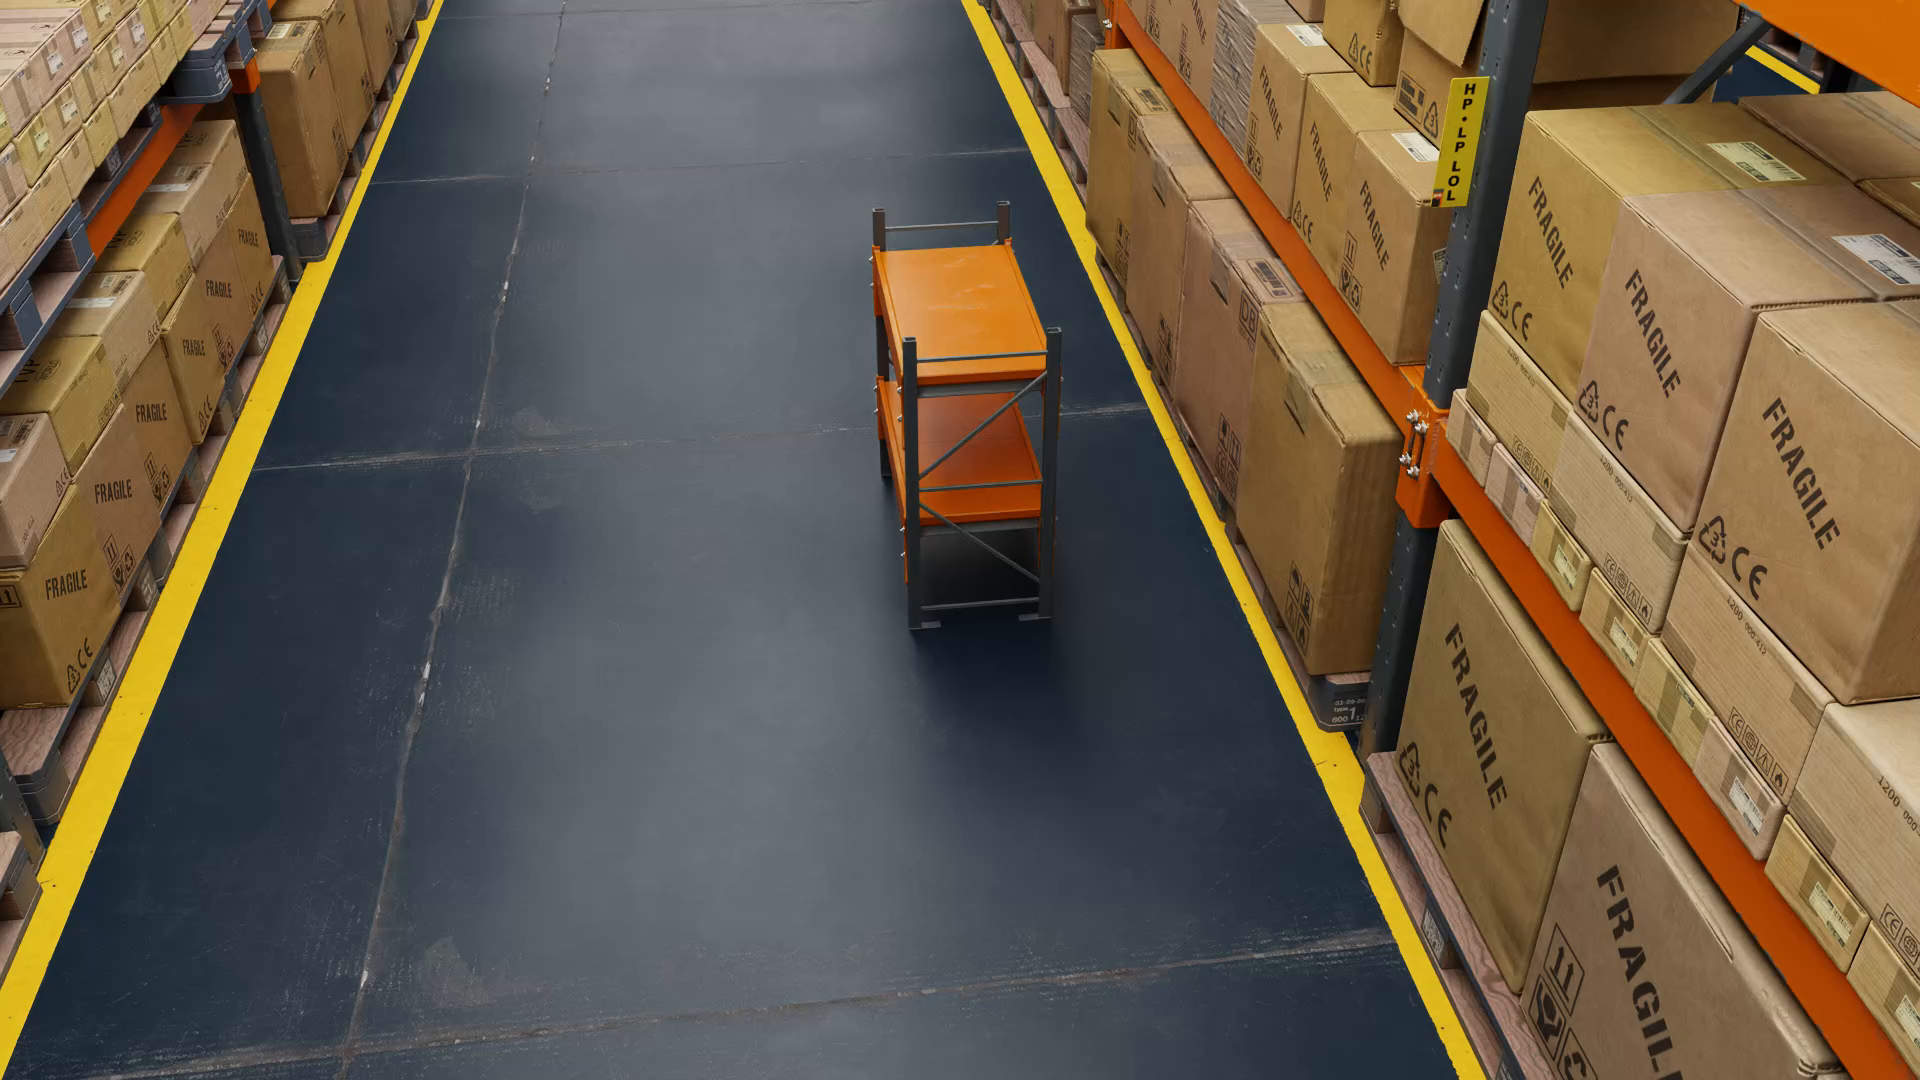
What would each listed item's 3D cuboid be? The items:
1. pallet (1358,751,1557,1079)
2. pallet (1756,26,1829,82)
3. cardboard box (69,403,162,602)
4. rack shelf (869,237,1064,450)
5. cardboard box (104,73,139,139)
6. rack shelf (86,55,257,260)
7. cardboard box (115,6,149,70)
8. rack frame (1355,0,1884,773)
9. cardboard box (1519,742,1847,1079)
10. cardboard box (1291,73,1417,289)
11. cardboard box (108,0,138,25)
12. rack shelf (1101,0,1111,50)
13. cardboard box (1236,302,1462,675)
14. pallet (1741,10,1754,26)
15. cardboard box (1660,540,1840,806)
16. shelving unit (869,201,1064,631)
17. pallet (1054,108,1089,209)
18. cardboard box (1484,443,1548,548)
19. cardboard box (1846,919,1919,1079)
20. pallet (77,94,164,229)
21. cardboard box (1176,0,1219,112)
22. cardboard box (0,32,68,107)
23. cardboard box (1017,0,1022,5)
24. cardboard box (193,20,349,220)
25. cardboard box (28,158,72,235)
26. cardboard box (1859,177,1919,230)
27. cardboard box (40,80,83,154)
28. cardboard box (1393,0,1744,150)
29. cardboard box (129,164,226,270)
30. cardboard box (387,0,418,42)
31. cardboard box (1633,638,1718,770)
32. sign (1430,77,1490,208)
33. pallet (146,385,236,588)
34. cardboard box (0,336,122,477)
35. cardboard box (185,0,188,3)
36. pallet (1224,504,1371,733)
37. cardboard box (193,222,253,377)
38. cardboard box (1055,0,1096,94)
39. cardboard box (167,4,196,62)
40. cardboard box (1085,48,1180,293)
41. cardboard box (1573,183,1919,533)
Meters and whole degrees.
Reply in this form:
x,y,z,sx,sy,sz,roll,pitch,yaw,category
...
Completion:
x,y,z,sx,sy,sz,roll,pitch,yaw,category
1.779,1.018,4.569,1.003,0.211,1.213,-4,35,-6,pallet
5.897,-3.134,10.662,1.003,0.211,1.213,-4,35,-6,pallet
-3.084,-0.114,5.600,0.500,0.500,0.500,-3,34,-4,cardboard box
0.001,-0.703,5.763,0.538,0.278,1.000,-4,35,-6,rack shelf
-2.984,-1.439,5.548,0.380,0.149,0.250,-6,35,-9,cardboard box
-3.444,-1.064,5.787,1.077,0.370,4.000,-4,35,-6,rack shelf
-3.019,-1.709,5.681,0.380,0.149,0.250,-4,34,-5,cardboard box
1.754,-0.565,4.415,1.000,3.000,0.127,-4,35,-6,rack frame
1.884,1.016,3.609,0.875,0.875,0.875,-4,35,-6,cardboard box
1.361,-1.123,5.146,0.500,0.500,0.500,-3,34,-5,cardboard box
-3.021,-1.833,5.598,0.380,0.149,0.250,-3,34,-4,cardboard box
0.947,-3.616,9.531,1.077,0.370,4.000,-4,35,-6,rack shelf
1.648,-0.216,5.417,1.225,0.875,0.875,-4,35,-6,cardboard box
5.730,-3.817,11.663,1.003,0.211,1.213,-4,35,-6,pallet
1.695,0.223,3.128,0.500,0.250,0.500,-4,34,-5,cardboard box
0.001,-0.461,5.928,0.538,1.125,1.048,-4,35,-6,shelving unit
1.112,-2.081,9.116,1.003,0.211,1.213,-4,35,-6,pallet
1.499,-0.124,3.992,0.380,0.149,0.250,-5,35,-8,cardboard box
1.712,0.744,2.717,0.380,0.149,0.250,-4,34,-5,cardboard box
-3.406,-1.297,5.660,1.003,0.211,1.213,-4,35,-6,pallet
1.156,-1.973,6.393,0.500,0.500,0.500,-5,35,-7,cardboard box
-2.914,-1.396,4.957,0.380,0.149,0.250,-5,35,-7,cardboard box
0.739,-3.834,11.041,0.700,0.500,0.500,-7,35,-10,cardboard box
-3.705,-2.068,8.246,1.050,0.750,0.750,-5,35,-7,cardboard box
-2.877,-1.004,4.910,0.380,0.149,0.250,-4,34,-6,cardboard box
2.144,-0.419,3.405,0.500,0.500,0.500,-4,34,-6,cardboard box
-2.918,-1.277,5.046,0.380,0.149,0.250,-3,34,-4,cardboard box
1.660,-1.376,4.627,0.797,0.503,0.637,-5,35,-8,cardboard box
-3.282,-1.285,6.653,0.500,0.250,0.500,-4,34,-6,cardboard box
-4.078,-3.614,10.514,1.050,0.750,0.750,-5,35,-7,cardboard box
1.607,0.312,3.351,0.380,0.149,0.250,-5,35,-7,cardboard box
1.217,-0.964,4.043,0.100,0.325,0.005,-4,35,-6,sign
-3.448,-0.210,6.370,1.003,0.211,1.213,-4,35,-6,pallet
-3.086,-0.425,5.391,0.500,0.250,0.500,-3,34,-5,cardboard box
-3.119,-2.134,6.303,0.380,0.149,0.250,-4,34,-5,cardboard box
1.575,0.163,5.824,1.003,0.211,1.213,-4,35,-6,pallet
-3.299,-0.981,6.872,0.500,0.500,0.500,-3,34,-4,cardboard box
0.936,-2.943,9.733,0.700,0.500,0.500,-2,34,-2,cardboard box
-3.094,-1.885,6.203,0.380,0.149,0.250,-5,35,-7,cardboard box
1.288,-1.706,7.603,1.225,0.875,0.875,-6,35,-9,cardboard box
1.623,-0.374,3.338,0.500,0.500,0.500,-4,35,-6,cardboard box
